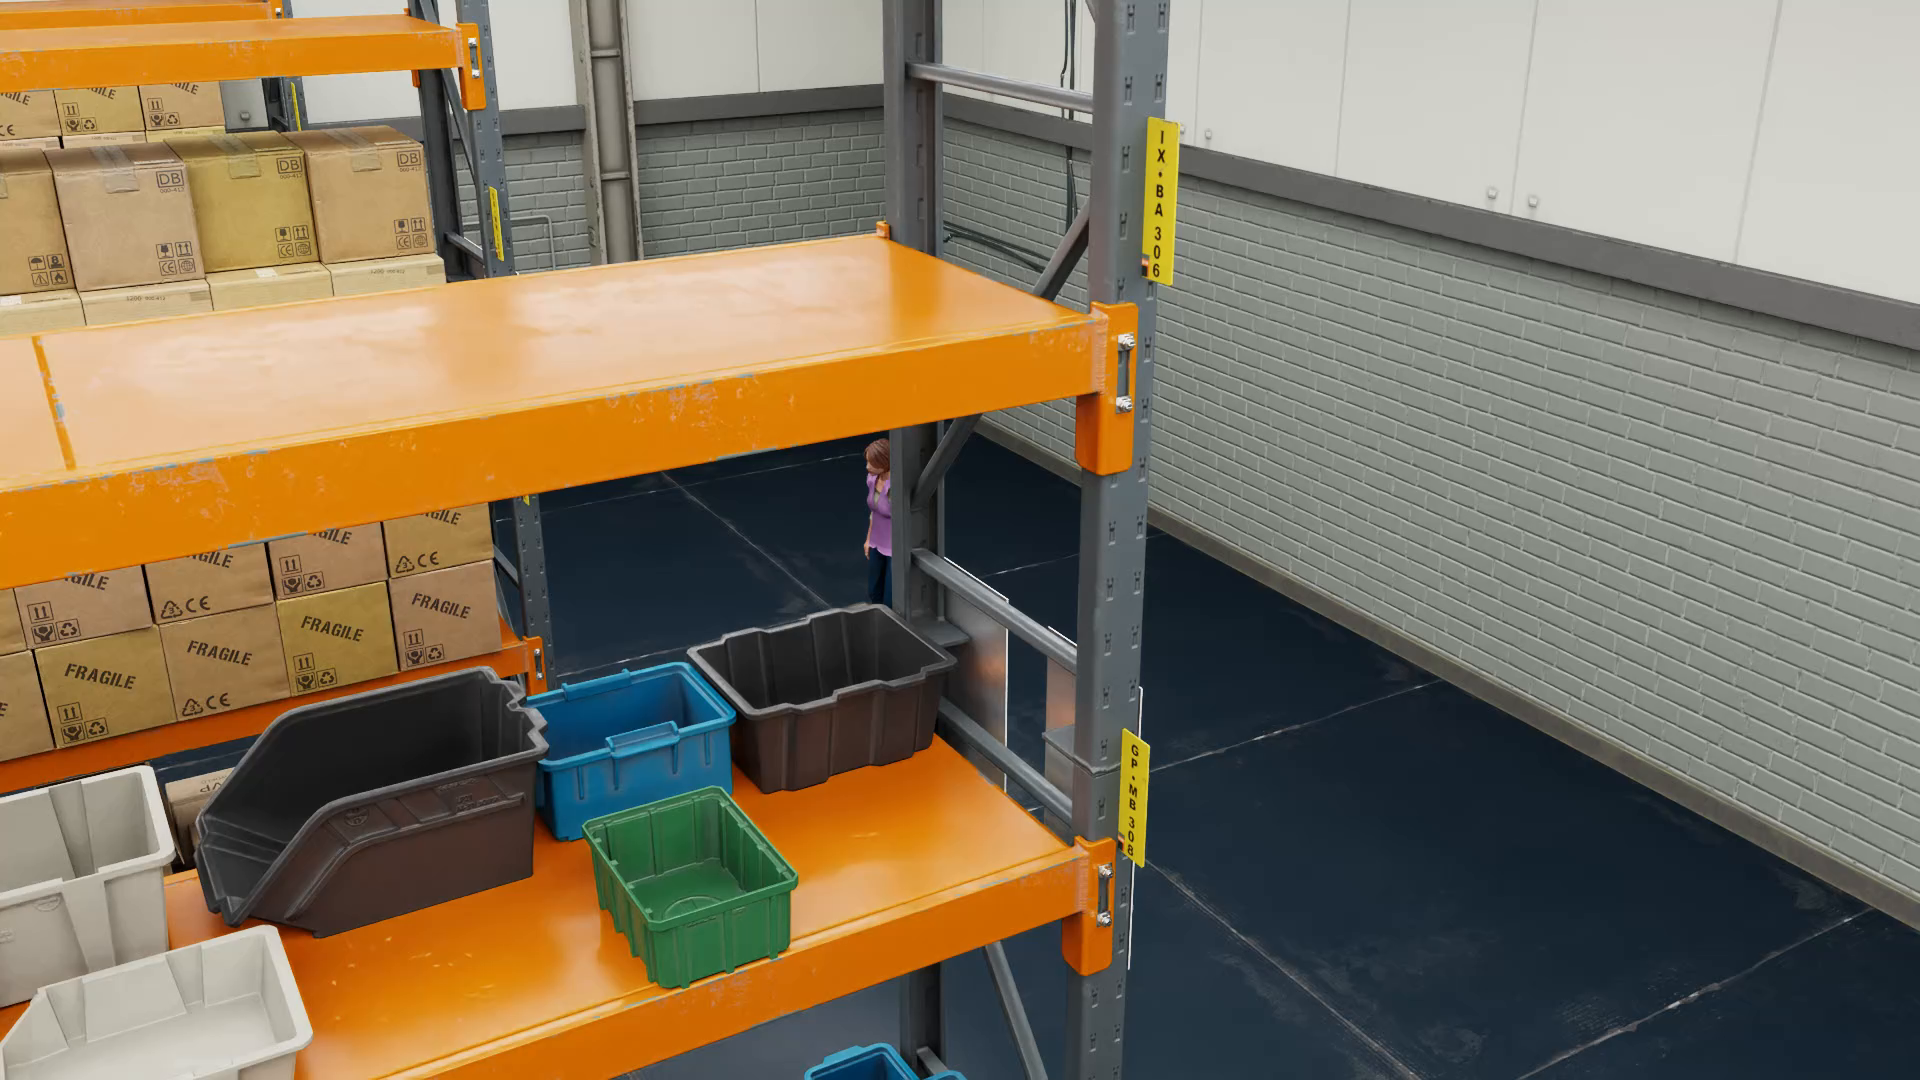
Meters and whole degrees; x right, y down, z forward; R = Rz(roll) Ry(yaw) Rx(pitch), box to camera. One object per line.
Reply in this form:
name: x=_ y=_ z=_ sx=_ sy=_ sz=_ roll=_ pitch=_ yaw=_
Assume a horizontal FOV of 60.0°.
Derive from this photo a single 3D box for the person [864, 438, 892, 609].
person: x=-0.467 y=0.079 z=10.909 sx=0.347 sy=1.592 sz=0.482 roll=-14 pitch=26 yaw=-31
